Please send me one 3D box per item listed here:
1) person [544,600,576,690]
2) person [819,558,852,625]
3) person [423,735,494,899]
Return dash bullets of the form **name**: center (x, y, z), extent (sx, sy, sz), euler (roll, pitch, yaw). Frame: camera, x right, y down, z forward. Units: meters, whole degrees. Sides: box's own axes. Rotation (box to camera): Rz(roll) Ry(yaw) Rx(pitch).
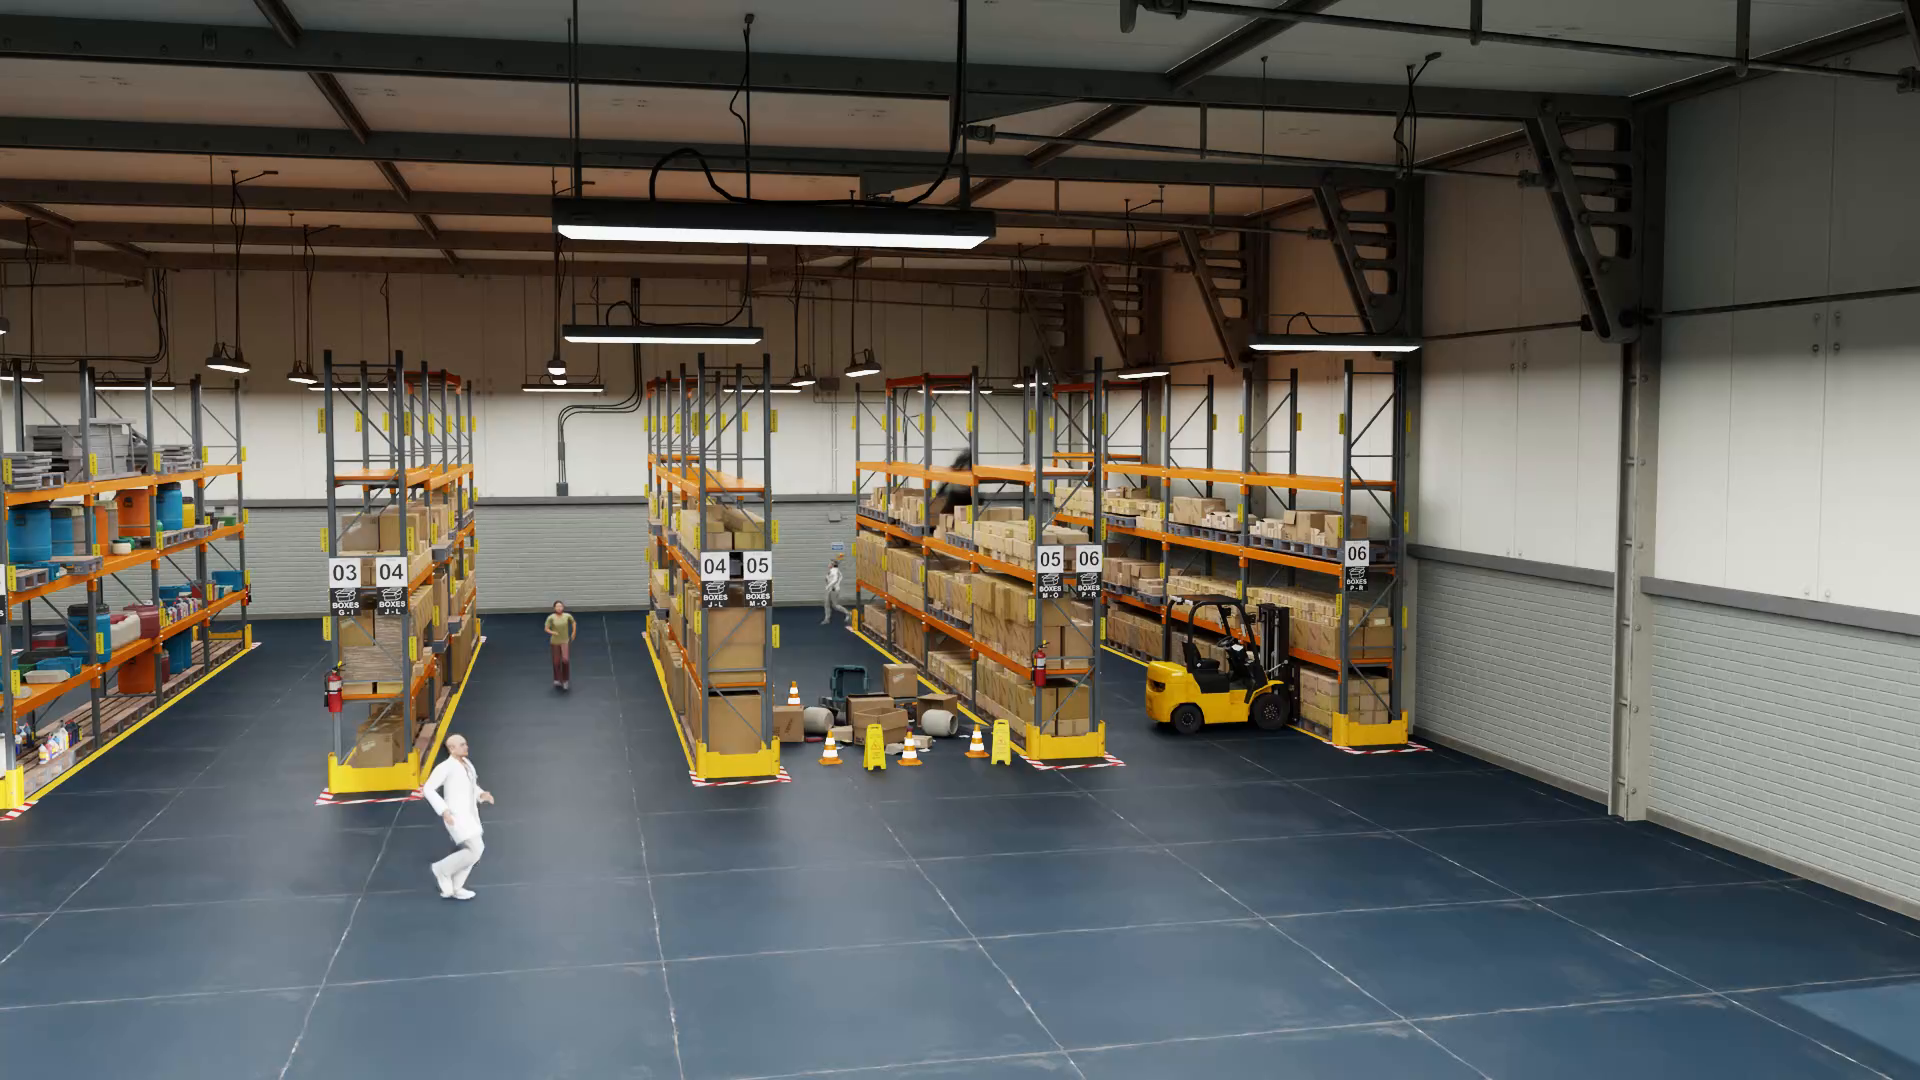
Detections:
- **person**: center (-7.568, 1.995, 31.503), extent (0.592, 1.719, 0.698), euler (-1, 4, -17)
- **person**: center (-3.110, 1.290, 41.517), extent (0.831, 1.704, 0.640), euler (0, 4, -4)
- **person**: center (-5.213, 2.916, 17.481), extent (0.622, 1.735, 0.699), euler (1, 4, 11)
